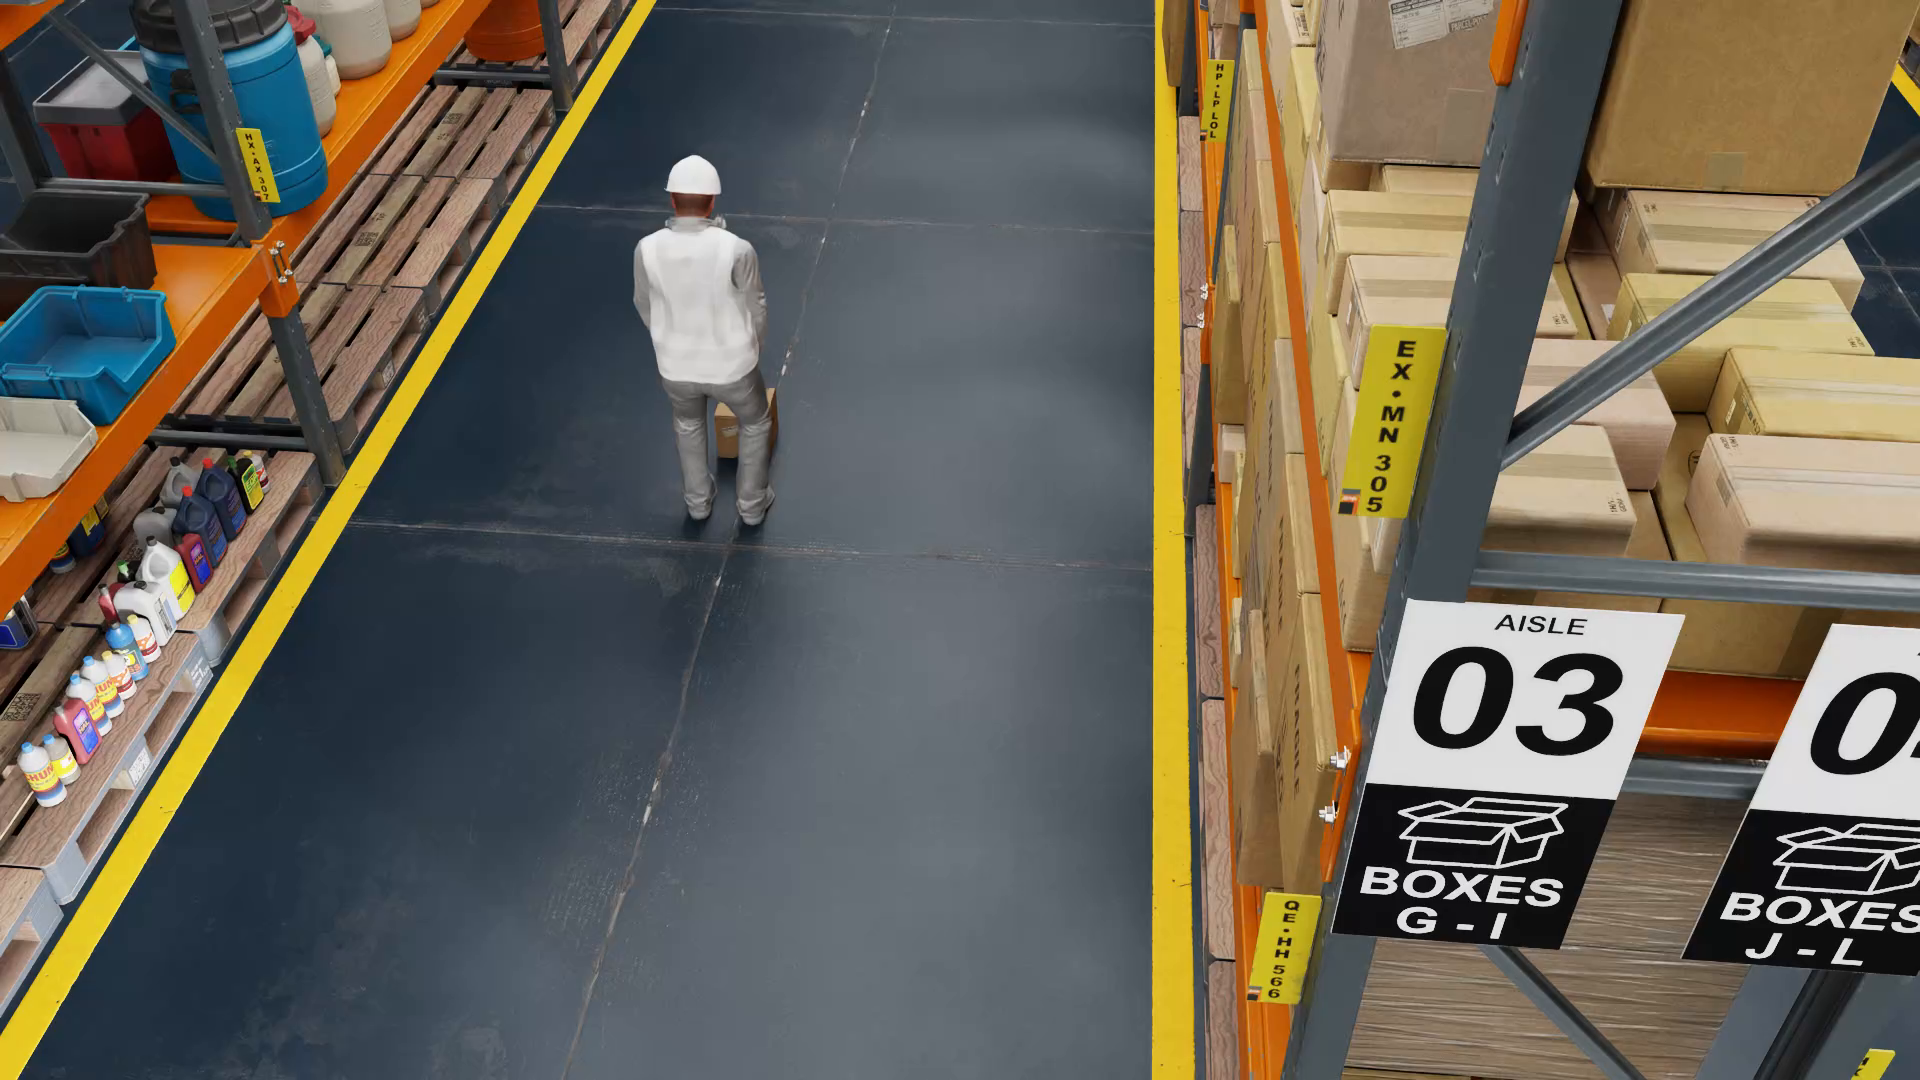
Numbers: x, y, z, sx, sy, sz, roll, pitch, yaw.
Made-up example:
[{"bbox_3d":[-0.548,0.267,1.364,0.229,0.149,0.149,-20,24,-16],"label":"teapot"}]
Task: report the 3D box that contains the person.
[{"bbox_3d":[-1.099,-0.819,7.187,0.567,1.695,0.516,4,40,5],"label":"person"}]
